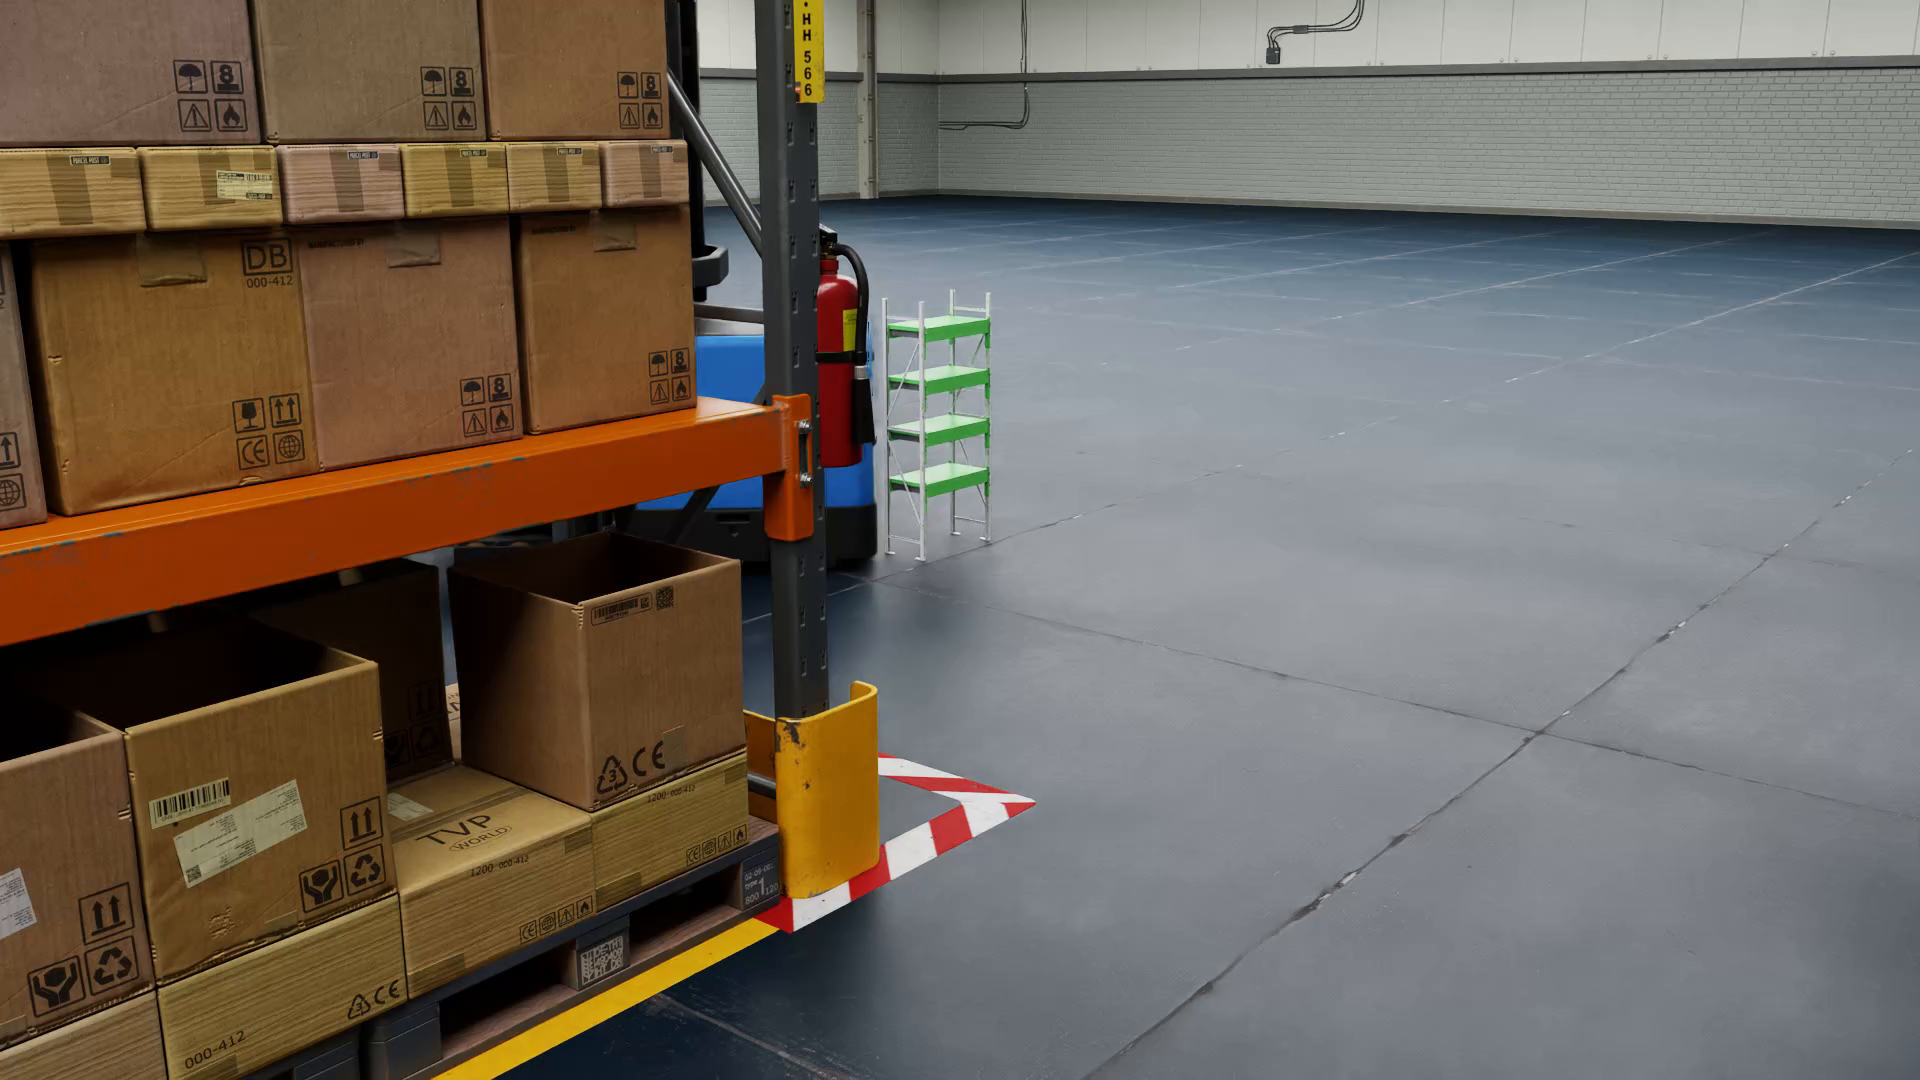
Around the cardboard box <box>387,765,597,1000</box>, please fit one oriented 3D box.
[{"bbox_3d":[-1.187,0.757,3.781,0.500,0.250,0.500,11,18,38],"label":"cardboard box"}]

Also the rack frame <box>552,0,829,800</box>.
[{"bbox_3d":[-0.775,-0.618,4.463,1.000,3.000,0.127,11,18,38],"label":"rack frame"}]

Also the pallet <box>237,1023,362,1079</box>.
[{"bbox_3d":[-1.990,1.119,3.289,1.003,0.211,1.213,11,18,38],"label":"pallet"}]

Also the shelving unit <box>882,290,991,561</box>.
[{"bbox_3d":[-0.104,-0.550,7.850,0.258,1.200,0.503,11,18,38],"label":"shelving unit"}]

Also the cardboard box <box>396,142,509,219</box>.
[{"bbox_3d":[-1.191,-0.779,3.576,0.380,0.149,0.250,11,18,37],"label":"cardboard box"}]

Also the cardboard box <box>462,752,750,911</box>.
[{"bbox_3d":[-0.882,0.660,4.166,0.500,0.250,0.500,11,18,38],"label":"cardboard box"}]

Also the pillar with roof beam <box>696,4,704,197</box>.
[{"bbox_3d":[-2.755,-11.296,34.314,9.100,9.000,0.400,11,18,38],"label":"pillar with roof beam"}]

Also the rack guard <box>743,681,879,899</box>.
[{"bbox_3d":[-0.760,0.589,4.789,1.175,0.500,0.348,11,18,38],"label":"rack guard"}]

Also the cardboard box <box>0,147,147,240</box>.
[{"bbox_3d":[-1.679,-0.630,2.990,0.380,0.149,0.250,12,18,39],"label":"cardboard box"}]

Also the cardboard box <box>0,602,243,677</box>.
[{"bbox_3d":[-1.902,0.410,3.626,0.500,0.500,0.500,11,18,38],"label":"cardboard box"}]

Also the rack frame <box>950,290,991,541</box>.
[{"bbox_3d":[0.049,-0.597,8.034,0.240,1.200,0.015,11,18,38],"label":"rack frame"}]

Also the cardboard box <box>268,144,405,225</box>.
[{"bbox_3d":[-1.351,-0.731,3.387,0.380,0.149,0.250,12,18,38],"label":"cardboard box"}]

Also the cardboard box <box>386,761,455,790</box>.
[{"bbox_3d":[-1.596,0.676,4.102,0.500,0.250,0.500,11,18,38],"label":"cardboard box"}]

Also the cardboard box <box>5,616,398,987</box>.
[{"bbox_3d":[-1.498,0.490,3.309,0.500,0.500,0.500,11,18,38],"label":"cardboard box"}]

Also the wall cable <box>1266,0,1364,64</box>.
[{"bbox_3d":[7.922,-13.647,36.661,2.305,6.003,0.169,11,18,38],"label":"wall cable"}]

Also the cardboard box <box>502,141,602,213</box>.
[{"bbox_3d":[-1.030,-0.828,3.769,0.380,0.149,0.250,12,18,39],"label":"cardboard box"}]

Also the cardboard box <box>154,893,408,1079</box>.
[{"bbox_3d":[-1.500,0.853,3.403,0.500,0.250,0.500,11,18,38],"label":"cardboard box"}]

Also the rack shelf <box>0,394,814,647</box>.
[{"bbox_3d":[-2.032,0.114,3.044,1.077,0.370,4.000,11,18,38],"label":"rack shelf"}]

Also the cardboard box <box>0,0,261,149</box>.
[{"bbox_3d":[-1.754,-0.999,3.127,0.700,0.500,0.500,11,18,38],"label":"cardboard box"}]

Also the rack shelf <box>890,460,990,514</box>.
[{"bbox_3d":[-0.104,-0.255,7.925,0.258,0.148,0.480,11,18,38],"label":"rack shelf"}]

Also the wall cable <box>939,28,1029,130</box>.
[{"bbox_3d":[0.548,-11.966,43.257,3.097,2.526,0.112,11,18,38],"label":"wall cable"}]

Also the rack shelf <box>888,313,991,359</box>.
[{"bbox_3d":[-0.104,-0.953,7.748,0.258,0.148,0.480,11,18,38],"label":"rack shelf"}]

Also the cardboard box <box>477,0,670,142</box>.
[{"bbox_3d":[-1.111,-1.198,3.907,0.700,0.500,0.500,11,18,38],"label":"cardboard box"}]

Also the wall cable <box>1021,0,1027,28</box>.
[{"bbox_3d":[2.652,-13.995,40.987,3.097,2.526,0.112,11,18,38],"label":"wall cable"}]

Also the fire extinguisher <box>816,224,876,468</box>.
[{"bbox_3d":[-0.339,-0.531,4.279,0.296,0.674,0.183,11,18,38],"label":"fire extinguisher"}]

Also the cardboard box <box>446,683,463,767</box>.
[{"bbox_3d":[-1.285,0.579,4.481,0.500,0.250,0.500,11,18,38],"label":"cardboard box"}]

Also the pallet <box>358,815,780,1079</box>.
[{"bbox_3d":[-1.223,0.886,4.204,1.003,0.211,1.213,11,18,38],"label":"pallet"}]

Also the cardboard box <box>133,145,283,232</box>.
[{"bbox_3d":[-1.515,-0.681,3.189,0.380,0.149,0.250,12,19,39],"label":"cardboard box"}]

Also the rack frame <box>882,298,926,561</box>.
[{"bbox_3d":[-0.257,-0.503,7.666,0.240,1.200,0.015,11,18,38],"label":"rack frame"}]

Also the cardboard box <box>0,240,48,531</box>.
[{"bbox_3d":[-2.049,-0.282,2.938,0.700,0.500,0.500,12,19,39],"label":"cardboard box"}]

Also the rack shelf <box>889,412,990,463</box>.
[{"bbox_3d":[-0.104,-0.488,7.866,0.258,0.148,0.480,11,18,38],"label":"rack shelf"}]

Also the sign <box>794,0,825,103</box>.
[{"bbox_3d":[-0.362,-1.207,3.950,0.100,0.325,0.005,11,18,38],"label":"sign"}]

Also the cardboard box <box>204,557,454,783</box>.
[{"bbox_3d":[-1.598,0.312,4.011,0.500,0.500,0.500,11,18,38],"label":"cardboard box"}]

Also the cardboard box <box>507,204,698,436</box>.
[{"bbox_3d":[-1.078,-0.579,4.107,0.700,0.500,0.500,11,18,38],"label":"cardboard box"}]

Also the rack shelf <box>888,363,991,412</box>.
[{"bbox_3d":[-0.104,-0.721,7.807,0.258,0.148,0.480,11,18,38],"label":"rack shelf"}]

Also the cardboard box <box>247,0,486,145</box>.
[{"bbox_3d":[-1.438,-1.096,3.507,0.700,0.500,0.500,11,18,36],"label":"cardboard box"}]

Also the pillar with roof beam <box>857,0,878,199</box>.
[{"bbox_3d":[1.016,-12.445,38.837,9.100,9.000,0.400,11,18,38],"label":"pillar with roof beam"}]

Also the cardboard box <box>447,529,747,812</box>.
[{"bbox_3d":[-0.880,0.297,4.072,0.500,0.500,0.500,11,18,38],"label":"cardboard box"}]

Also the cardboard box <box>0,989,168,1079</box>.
[{"bbox_3d":[-1.816,0.949,3.028,0.500,0.250,0.500,11,18,38],"label":"cardboard box"}]

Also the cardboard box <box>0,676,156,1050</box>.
[{"bbox_3d":[-1.813,0.586,2.933,0.500,0.500,0.500,11,18,38],"label":"cardboard box"}]

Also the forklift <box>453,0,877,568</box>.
[{"bbox_3d":[-1.914,-1.376,7.586,3.031,2.935,1.130,-1,14,-3],"label":"forklift"}]

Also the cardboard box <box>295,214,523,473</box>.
[{"bbox_3d":[-1.405,-0.478,3.708,0.700,0.500,0.500,12,18,39],"label":"cardboard box"}]

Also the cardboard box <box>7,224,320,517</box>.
[{"bbox_3d":[-1.721,-0.383,3.337,0.700,0.500,0.500,11,18,38],"label":"cardboard box"}]

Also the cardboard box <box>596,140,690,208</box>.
[{"bbox_3d":[-0.867,-0.878,3.967,0.380,0.149,0.250,11,18,37],"label":"cardboard box"}]
